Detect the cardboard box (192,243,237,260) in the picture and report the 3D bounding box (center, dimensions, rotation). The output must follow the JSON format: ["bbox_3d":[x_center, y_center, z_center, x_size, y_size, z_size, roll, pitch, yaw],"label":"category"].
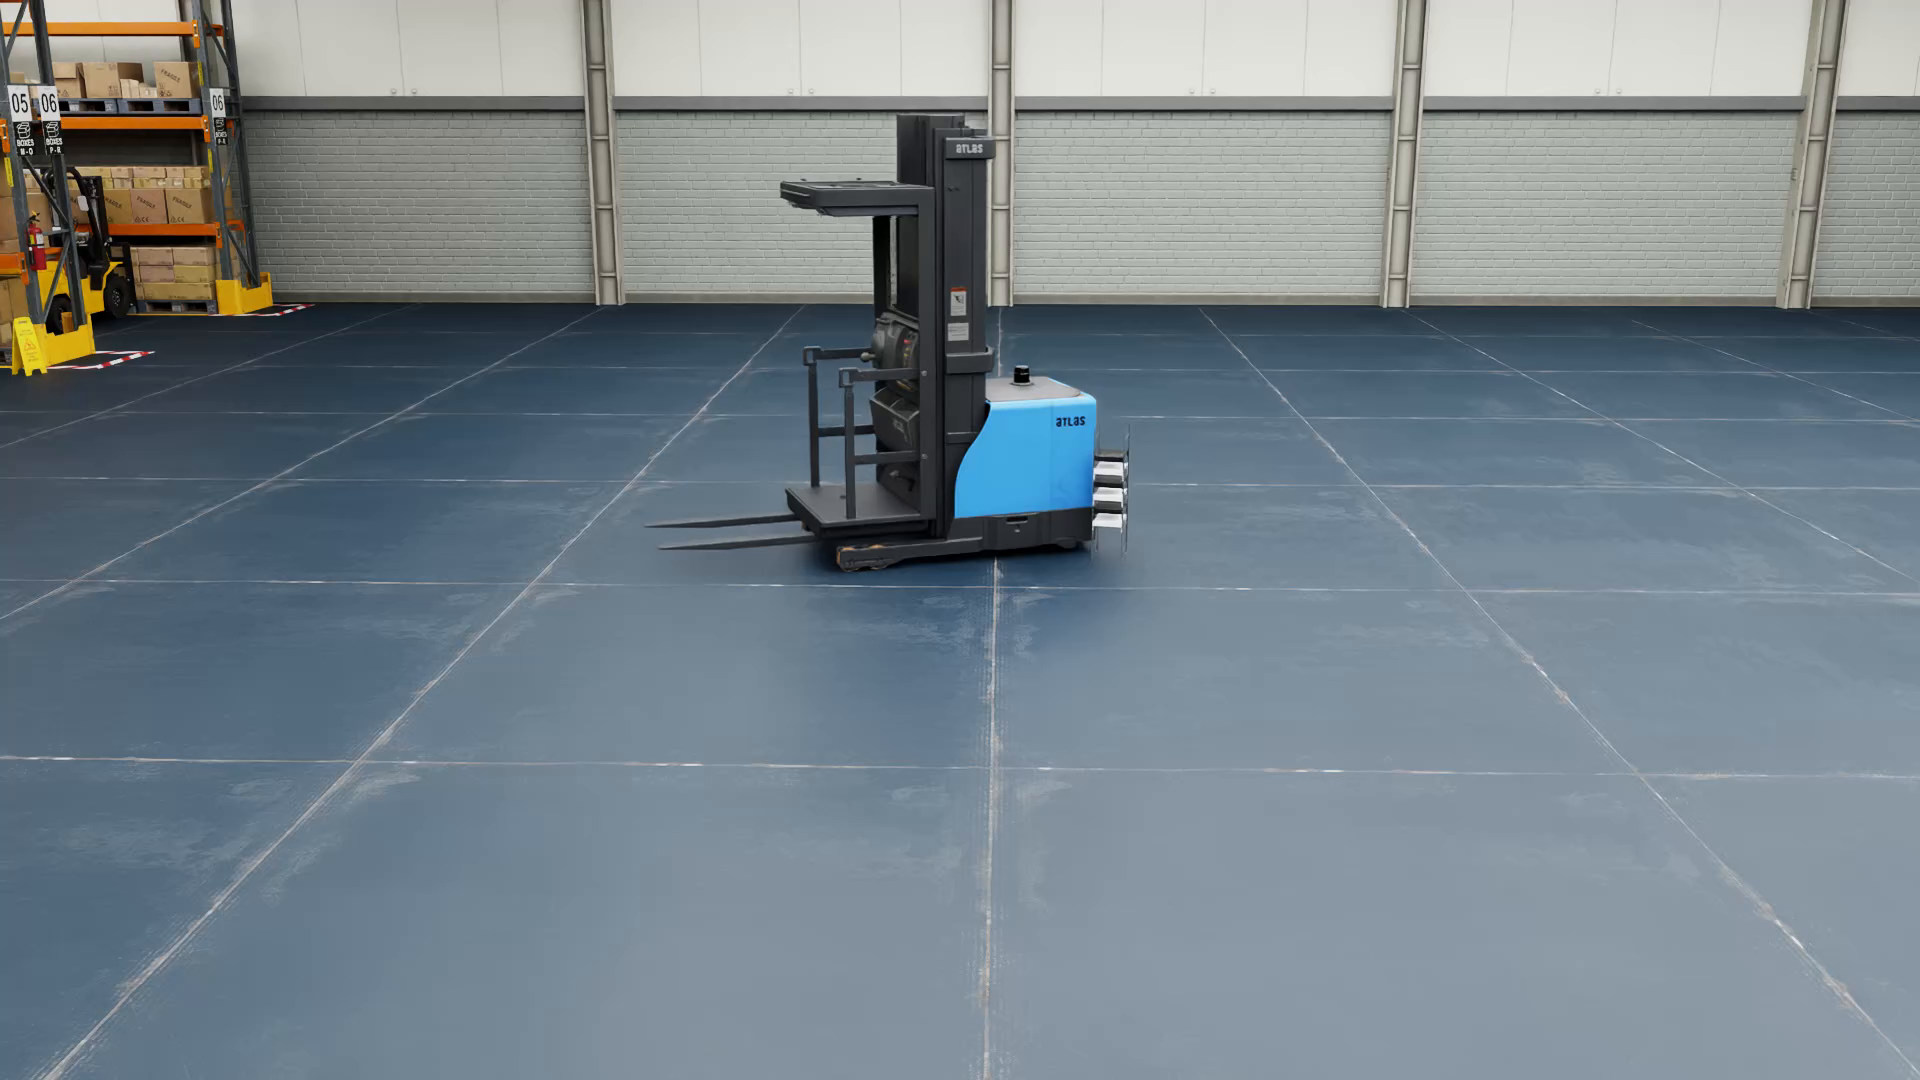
[{"bbox_3d":[-11.183,-4.305,24.884,0.500,0.250,0.500,0,15,1],"label":"cardboard box"}]

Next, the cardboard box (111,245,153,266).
[{"bbox_3d":[-12.191,-4.180,24.409,0.500,0.250,0.500,1,15,2],"label":"cardboard box"}]

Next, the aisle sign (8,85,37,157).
[{"bbox_3d":[-10.776,-4.813,19.108,0.004,0.787,0.394,0,15,1],"label":"aisle sign"}]

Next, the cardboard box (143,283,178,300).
[{"bbox_3d":[-11.682,-3.698,24.545,0.500,0.250,0.500,0,15,1],"label":"cardboard box"}]

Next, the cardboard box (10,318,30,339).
[{"bbox_3d":[-11.630,-2.580,20.306,0.500,0.250,0.500,0,15,1],"label":"cardboard box"}]

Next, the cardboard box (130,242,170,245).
[{"bbox_3d":[-12.182,-4.313,24.916,0.500,0.250,0.500,0,15,1],"label":"cardboard box"}]

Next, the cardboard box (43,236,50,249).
[{"bbox_3d":[-11.165,-3.564,19.963,0.250,0.149,0.380,0,15,2],"label":"cardboard box"}]

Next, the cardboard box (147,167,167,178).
[{"bbox_3d":[-11.581,-5.340,24.148,0.250,0.149,0.380,1,15,3],"label":"cardboard box"}]

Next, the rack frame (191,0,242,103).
[{"bbox_3d":[-10.707,-7.797,23.755,0.127,3.000,1.000,0,15,1],"label":"rack frame"}]

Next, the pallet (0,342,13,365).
[{"bbox_3d":[-11.718,-2.297,20.134,1.213,0.211,1.003,0,15,1],"label":"pallet"}]

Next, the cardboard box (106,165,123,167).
[{"bbox_3d":[-12.583,-5.477,24.667,0.250,0.149,0.380,0,15,2],"label":"cardboard box"}]

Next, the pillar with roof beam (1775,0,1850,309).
[{"bbox_3d":[12.502,-6.778,19.889,0.400,9.000,9.100,0,15,1],"label":"pillar with roof beam"}]

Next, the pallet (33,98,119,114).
[{"bbox_3d":[-12.636,-6.323,24.218,1.213,0.211,1.003,0,15,1],"label":"pallet"}]

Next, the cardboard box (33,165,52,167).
[{"bbox_3d":[-13.613,-5.507,24.784,0.250,0.149,0.380,0,15,0],"label":"cardboard box"}]

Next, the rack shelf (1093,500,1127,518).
[{"bbox_3d":[1.025,-0.207,11.345,0.200,0.077,0.258,4,15,13],"label":"rack shelf"}]

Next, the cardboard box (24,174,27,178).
[{"bbox_3d":[-13.621,-5.345,24.168,0.250,0.149,0.380,1,15,3],"label":"cardboard box"}]

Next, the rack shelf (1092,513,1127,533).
[{"bbox_3d":[1.025,-0.120,11.368,0.200,0.077,0.258,4,15,13],"label":"rack shelf"}]

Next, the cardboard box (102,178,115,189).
[{"bbox_3d":[-12.344,-5.192,24.170,0.250,0.149,0.380,0,15,2],"label":"cardboard box"}]

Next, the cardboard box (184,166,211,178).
[{"bbox_3d":[-11.071,-5.351,24.192,0.250,0.149,0.380,0,15,2],"label":"cardboard box"}]

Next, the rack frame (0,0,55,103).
[{"bbox_3d":[-10.830,-6.532,18.957,0.127,3.000,1.000,0,15,1],"label":"rack frame"}]

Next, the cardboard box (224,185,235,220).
[{"bbox_3d":[-11.196,-5.019,24.788,0.500,0.500,0.500,1,15,3],"label":"cardboard box"}]

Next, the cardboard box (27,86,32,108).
[{"bbox_3d":[-11.326,-5.224,19.590,0.500,0.250,0.500,0,15,0],"label":"cardboard box"}]

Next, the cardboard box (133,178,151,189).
[{"bbox_3d":[-11.823,-5.205,24.222,0.250,0.149,0.380,0,15,1],"label":"cardboard box"}]

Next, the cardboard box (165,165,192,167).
[{"bbox_3d":[-11.563,-5.468,24.633,0.250,0.149,0.380,1,15,2],"label":"cardboard box"}]

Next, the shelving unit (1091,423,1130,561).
[{"bbox_3d":[1.025,-0.326,11.313,0.210,0.900,0.258,4,15,13],"label":"shelving unit"}]

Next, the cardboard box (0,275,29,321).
[{"bbox_3d":[-11.654,-2.943,20.211,0.500,0.500,0.500,0,15,0],"label":"cardboard box"}]

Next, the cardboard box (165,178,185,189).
[{"bbox_3d":[-11.317,-5.184,24.140,0.250,0.149,0.380,1,15,2],"label":"cardboard box"}]

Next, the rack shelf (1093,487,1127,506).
[{"bbox_3d":[1.025,-0.294,11.322,0.200,0.077,0.258,4,15,13],"label":"rack shelf"}]

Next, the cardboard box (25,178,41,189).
[{"bbox_3d":[-13.367,-5.197,24.191,0.250,0.149,0.380,0,15,1],"label":"cardboard box"}]

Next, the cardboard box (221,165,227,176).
[{"bbox_3d":[-11.038,-5.459,24.601,0.250,0.149,0.380,0,15,0],"label":"cardboard box"}]

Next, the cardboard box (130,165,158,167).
[{"bbox_3d":[-12.074,-5.468,24.636,0.250,0.149,0.380,1,15,3],"label":"cardboard box"}]

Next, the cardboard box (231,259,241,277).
[{"bbox_3d":[-11.172,-4.068,24.966,0.500,0.250,0.500,1,15,2],"label":"cardboard box"}]

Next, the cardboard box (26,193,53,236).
[{"bbox_3d":[-11.297,-3.897,19.951,0.500,0.500,0.500,0,15,1],"label":"cardboard box"}]

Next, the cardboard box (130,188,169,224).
[{"bbox_3d":[-11.725,-4.887,24.287,0.500,0.500,0.500,1,15,3],"label":"cardboard box"}]

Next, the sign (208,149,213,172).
[{"bbox_3d":[-10.735,-5.433,23.818,0.005,0.325,0.100,0,15,1],"label":"sign"}]

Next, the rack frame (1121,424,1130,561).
[{"bbox_3d":[1.124,-0.320,11.290,0.006,0.900,0.240,4,15,13],"label":"rack frame"}]

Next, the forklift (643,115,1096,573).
[{"bbox_3d":[-0.627,-1.353,11.221,3.031,2.935,1.130,-5,16,-18],"label":"forklift"}]

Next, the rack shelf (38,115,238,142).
[{"bbox_3d":[-12.707,-6.012,24.278,4.000,0.370,1.077,0,15,1],"label":"rack shelf"}]

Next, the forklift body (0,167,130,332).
[{"bbox_3d":[-12.650,-4.033,22.912,1.214,2.155,2.313,0,15,1],"label":"forklift body"}]

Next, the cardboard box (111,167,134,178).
[{"bbox_3d":[-12.091,-5.334,24.125,0.250,0.149,0.380,1,15,3],"label":"cardboard box"}]

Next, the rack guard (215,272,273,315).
[{"bbox_3d":[-10.683,-3.688,24.838,0.348,0.500,1.175,0,15,1],"label":"rack guard"}]

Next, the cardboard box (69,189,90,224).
[{"bbox_3d":[-12.740,-4.891,24.301,0.500,0.500,0.500,0,15,2],"label":"cardboard box"}]

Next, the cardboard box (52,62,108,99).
[{"bbox_3d":[-12.761,-6.635,24.007,0.637,0.503,0.797,1,15,3],"label":"cardboard box"}]

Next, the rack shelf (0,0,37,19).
[{"bbox_3d":[-12.830,-6.195,19.098,4.000,0.370,1.077,0,15,1],"label":"rack shelf"}]

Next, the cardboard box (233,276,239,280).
[{"bbox_3d":[-11.193,-3.823,25.018,0.500,0.250,0.500,0,15,2],"label":"cardboard box"}]

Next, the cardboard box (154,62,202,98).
[{"bbox_3d":[-11.156,-6.588,23.834,0.500,0.500,0.500,1,15,3],"label":"cardboard box"}]

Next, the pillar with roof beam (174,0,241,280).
[{"bbox_3d":[-11.490,-6.934,20.482,0.400,9.000,9.100,0,15,1],"label":"pillar with roof beam"}]

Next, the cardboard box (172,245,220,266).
[{"bbox_3d":[-11.176,-4.177,24.400,0.500,0.250,0.500,1,15,3],"label":"cardboard box"}]

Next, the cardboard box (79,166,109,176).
[{"bbox_3d":[-12.604,-5.360,24.224,0.250,0.149,0.380,1,15,2],"label":"cardboard box"}]

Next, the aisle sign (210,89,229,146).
[{"bbox_3d":[-10.649,-6.078,23.903,0.004,0.787,0.394,0,15,1],"label":"aisle sign"}]

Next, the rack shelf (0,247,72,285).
[{"bbox_3d":[-12.830,-3.296,19.863,4.000,0.370,1.077,0,15,1],"label":"rack shelf"}]

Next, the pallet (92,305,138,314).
[{"bbox_3d":[-12.689,-3.551,24.887,1.213,0.211,1.003,0,15,1],"label":"pallet"}]

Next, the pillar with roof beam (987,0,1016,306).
[{"bbox_3d":[0.506,-6.856,20.185,0.400,9.000,9.100,0,15,1],"label":"pillar with roof beam"}]

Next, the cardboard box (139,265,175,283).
[{"bbox_3d":[-11.703,-3.941,24.486,0.500,0.250,0.500,0,15,1],"label":"cardboard box"}]

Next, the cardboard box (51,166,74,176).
[{"bbox_3d":[-13.105,-5.363,24.235,0.250,0.149,0.380,0,15,1],"label":"cardboard box"}]

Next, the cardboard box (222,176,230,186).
[{"bbox_3d":[-11.040,-5.327,24.684,0.250,0.149,0.380,0,15,0],"label":"cardboard box"}]

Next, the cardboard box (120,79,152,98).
[{"bbox_3d":[-11.797,-6.463,23.821,0.258,0.266,0.396,0,15,2],"label":"cardboard box"}]
